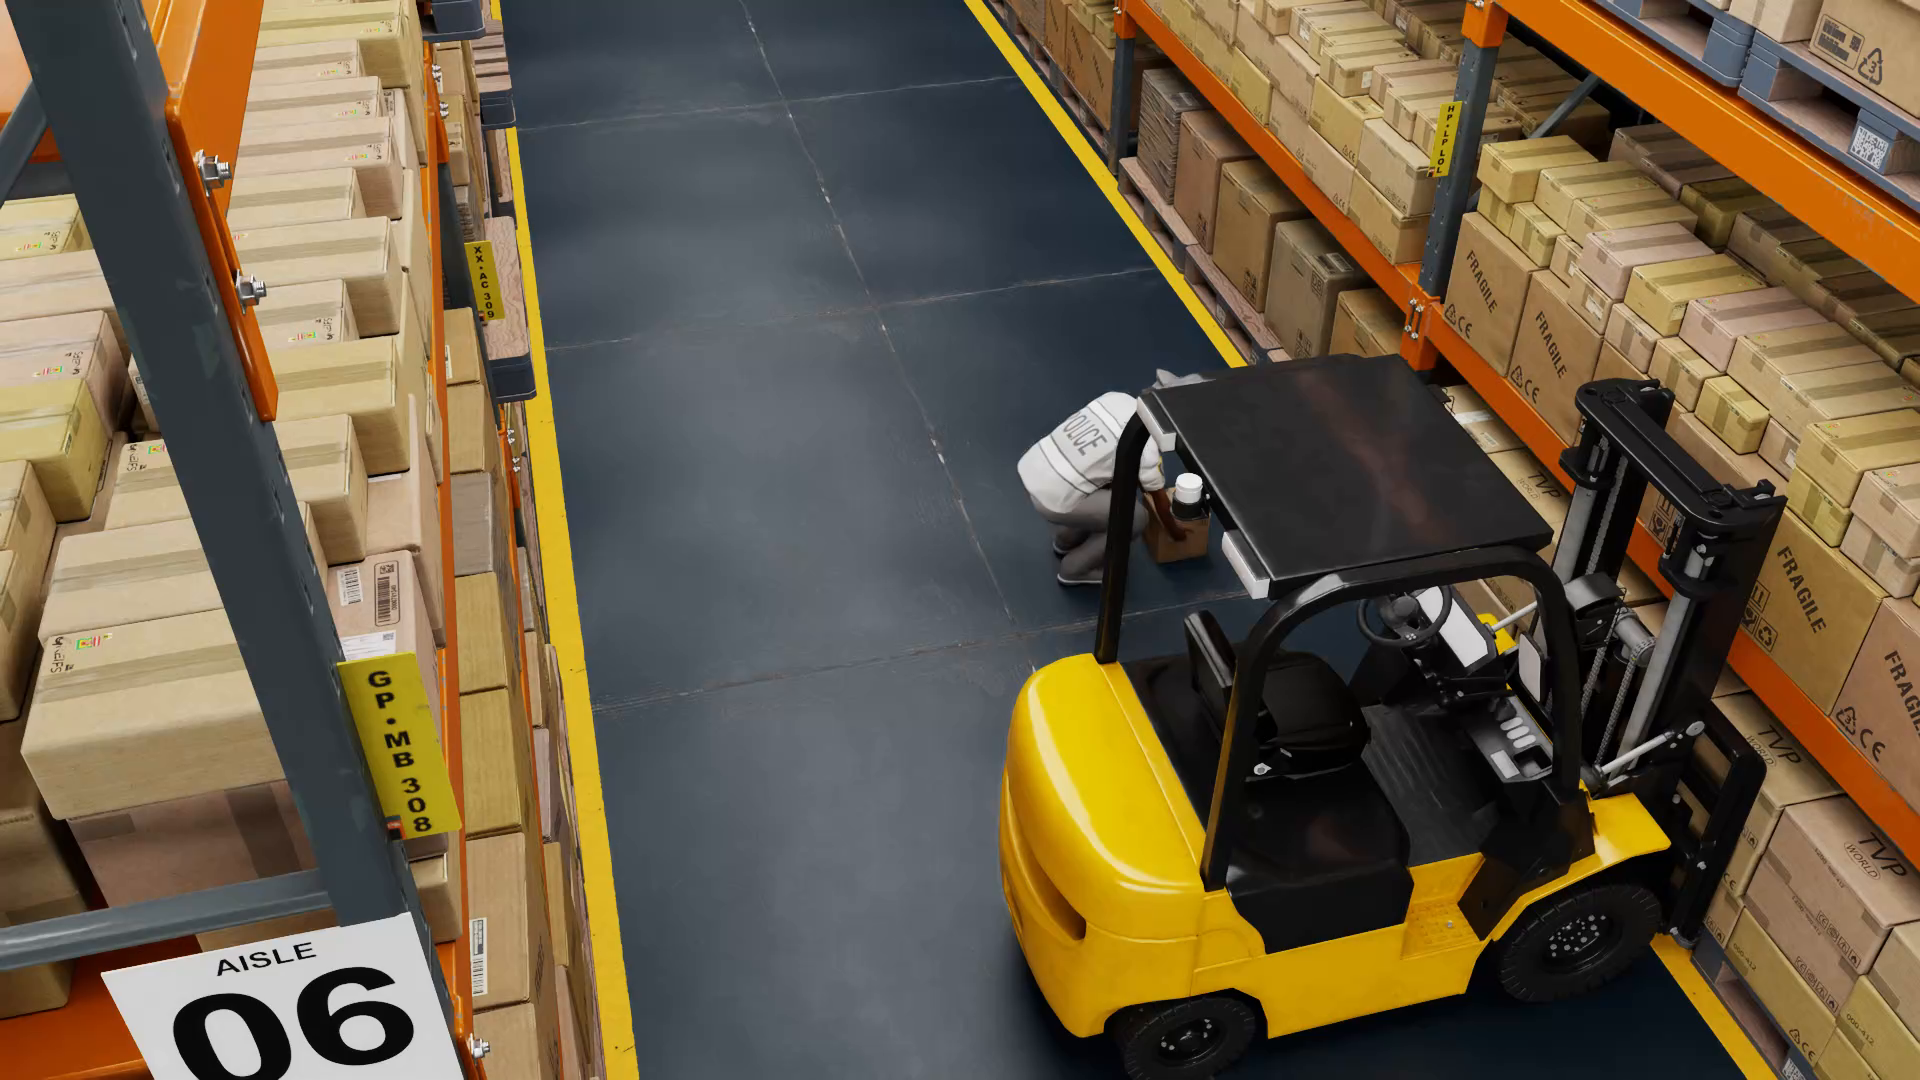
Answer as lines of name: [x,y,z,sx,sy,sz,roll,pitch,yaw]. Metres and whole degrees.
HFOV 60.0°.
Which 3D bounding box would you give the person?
person: [0.688,-0.295,7.666,0.859,0.948,0.484,-10,39,-12]
